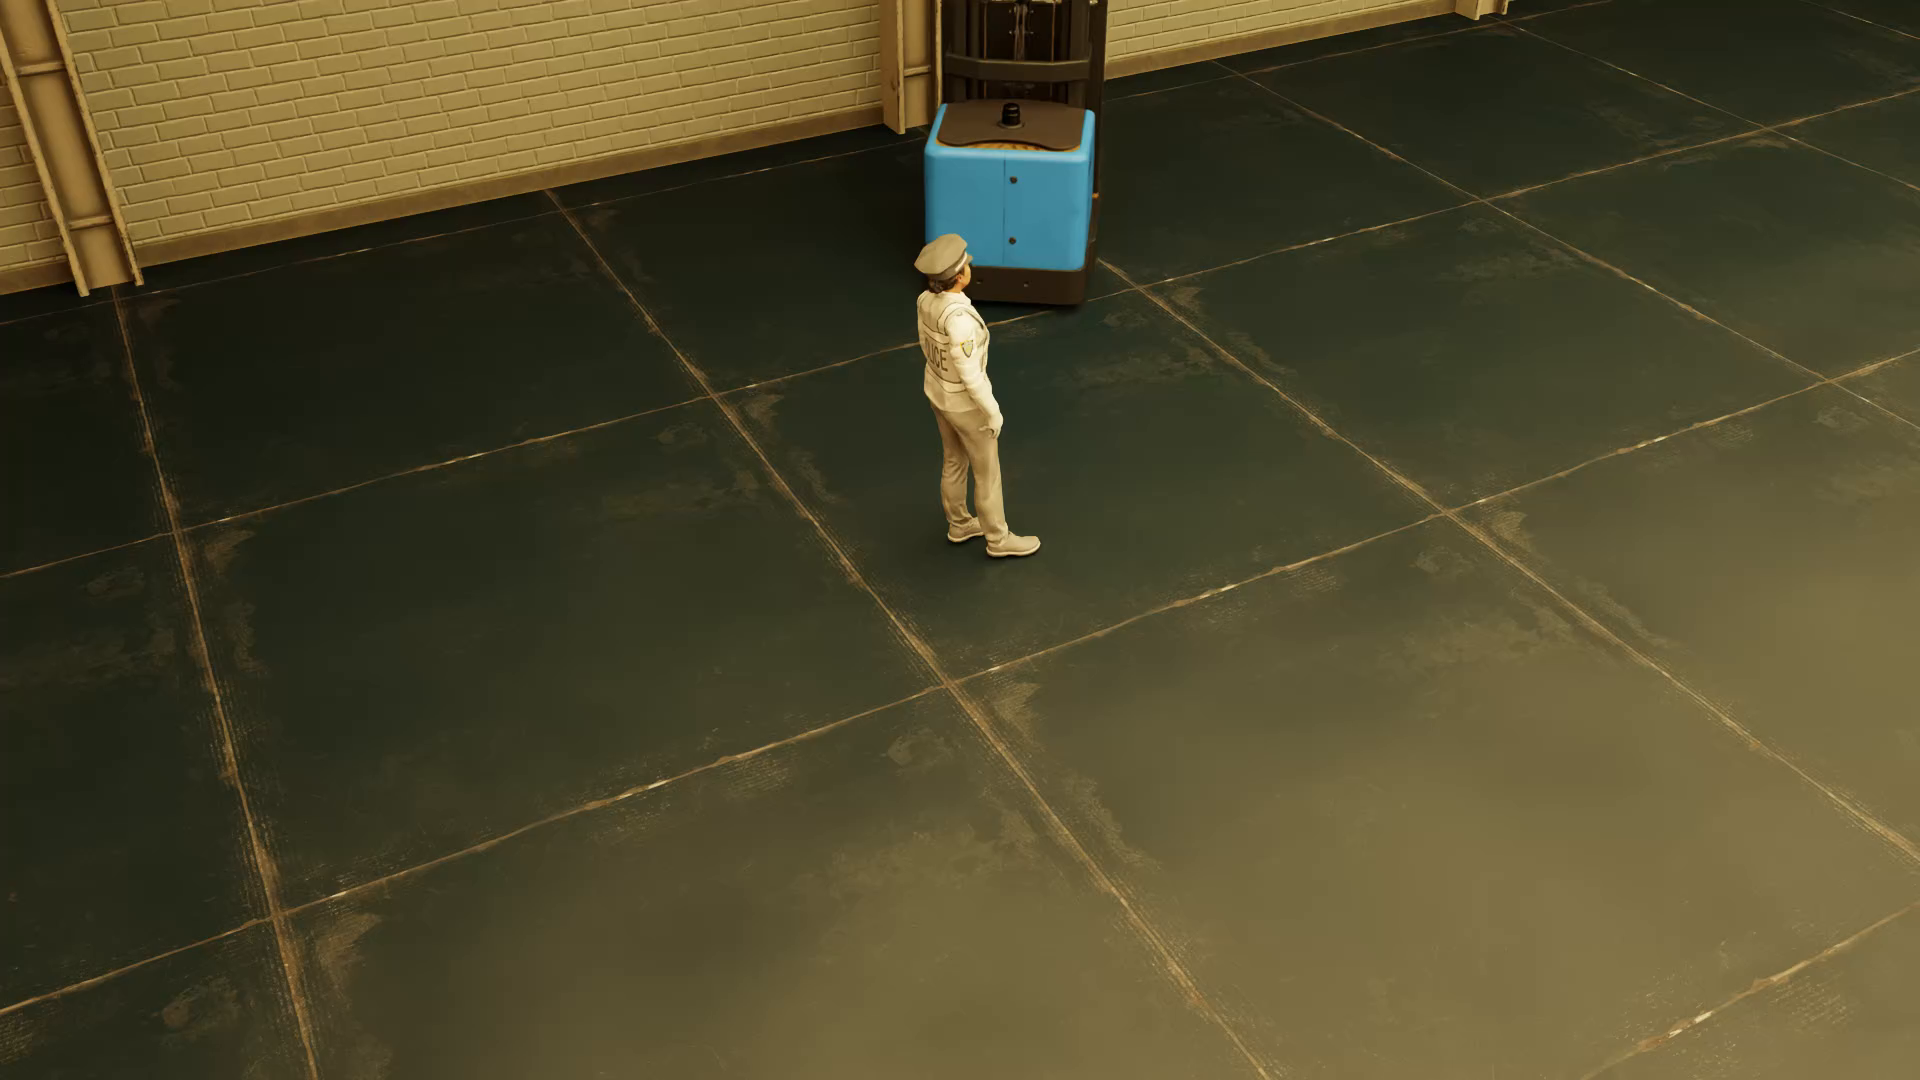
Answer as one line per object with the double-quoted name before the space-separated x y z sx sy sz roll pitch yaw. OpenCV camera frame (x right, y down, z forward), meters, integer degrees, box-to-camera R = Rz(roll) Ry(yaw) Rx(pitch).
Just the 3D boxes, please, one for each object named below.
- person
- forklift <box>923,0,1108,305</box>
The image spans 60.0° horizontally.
"person" 0.064 -0.713 8.191 0.531 1.695 0.587 -17 39 -23
"forklift" 0.450 -3.541 11.133 1.130 2.935 3.031 4 35 5
